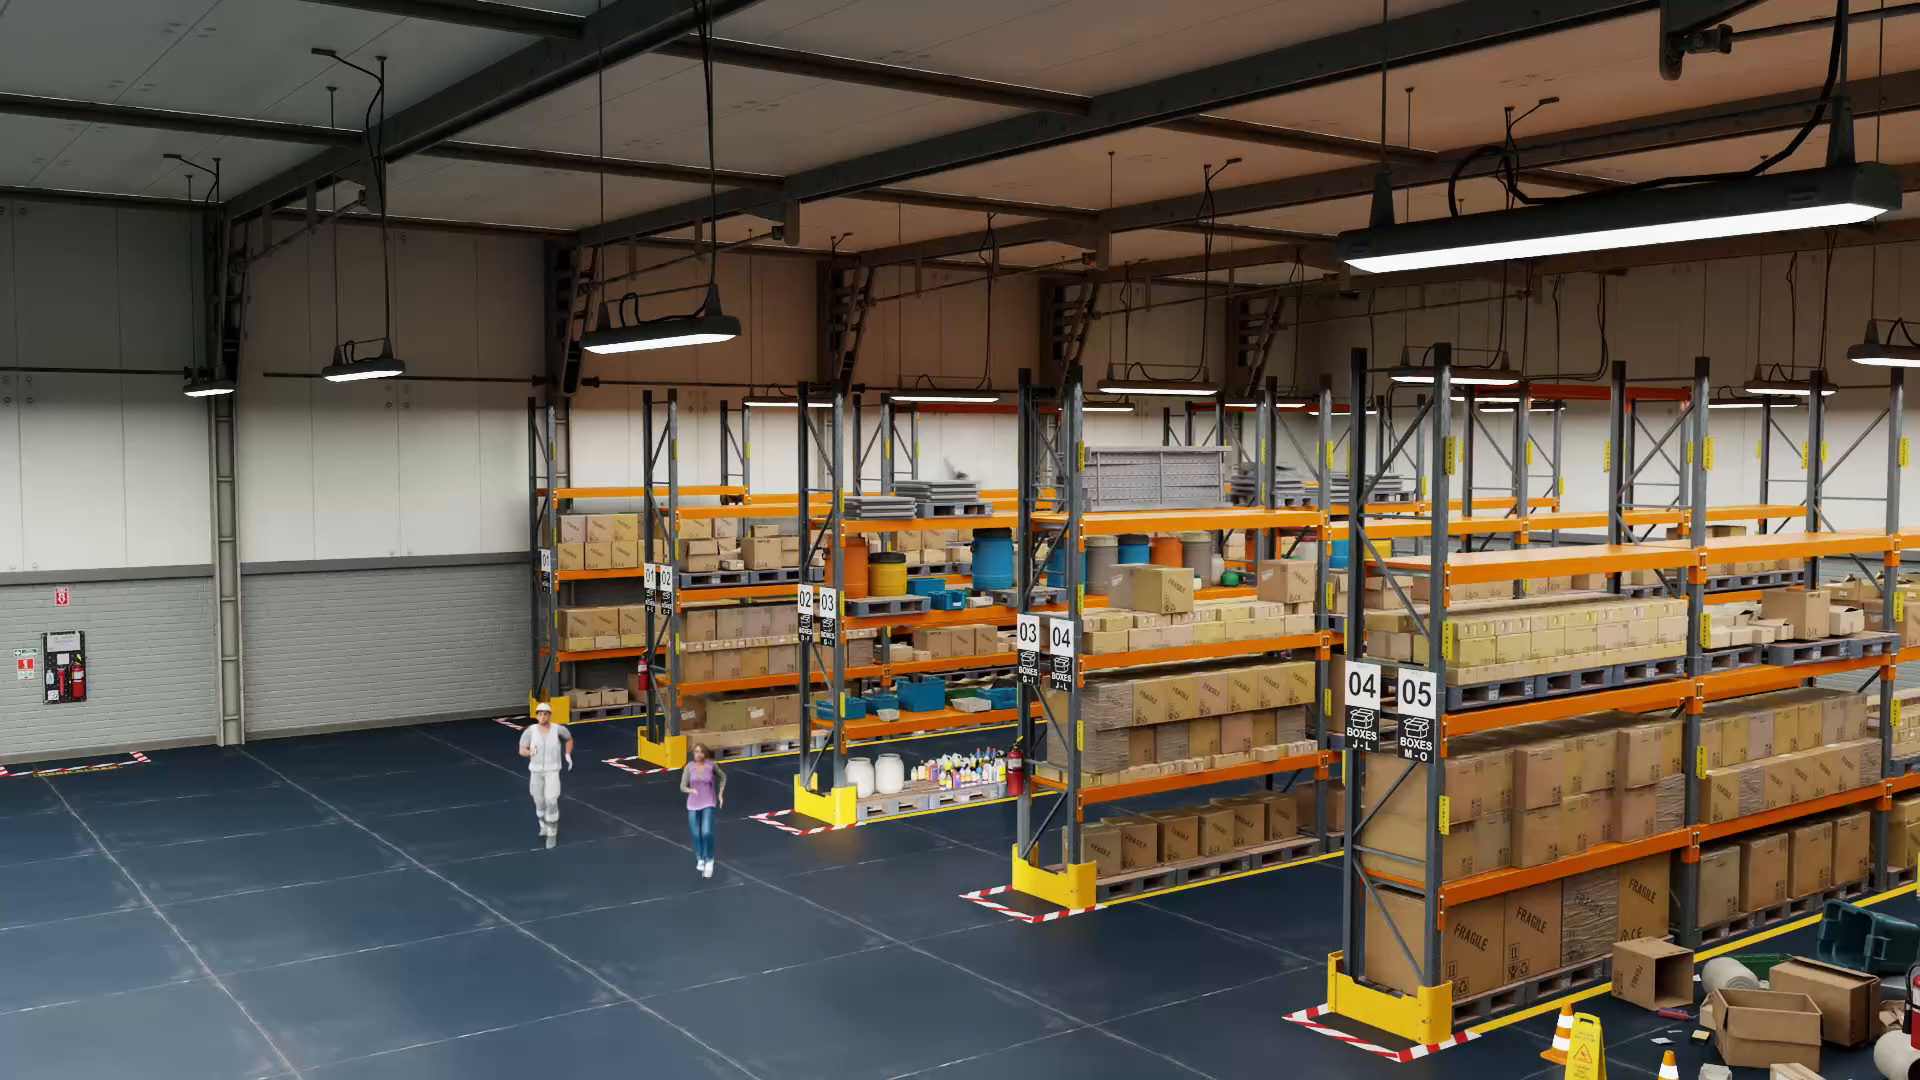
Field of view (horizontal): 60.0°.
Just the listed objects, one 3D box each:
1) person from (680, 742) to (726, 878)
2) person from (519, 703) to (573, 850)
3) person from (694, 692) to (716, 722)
[{"bbox_3d":[-3.058,3.244,19.728,0.508,1.511,0.667,0,3,2],"label":"person"},{"bbox_3d":[-5.312,3.005,21.335,0.646,1.846,0.792,0,3,-4],"label":"person"},{"bbox_3d":[-4.466,2.640,29.125,0.571,1.609,0.578,-3,4,-38],"label":"person"}]
